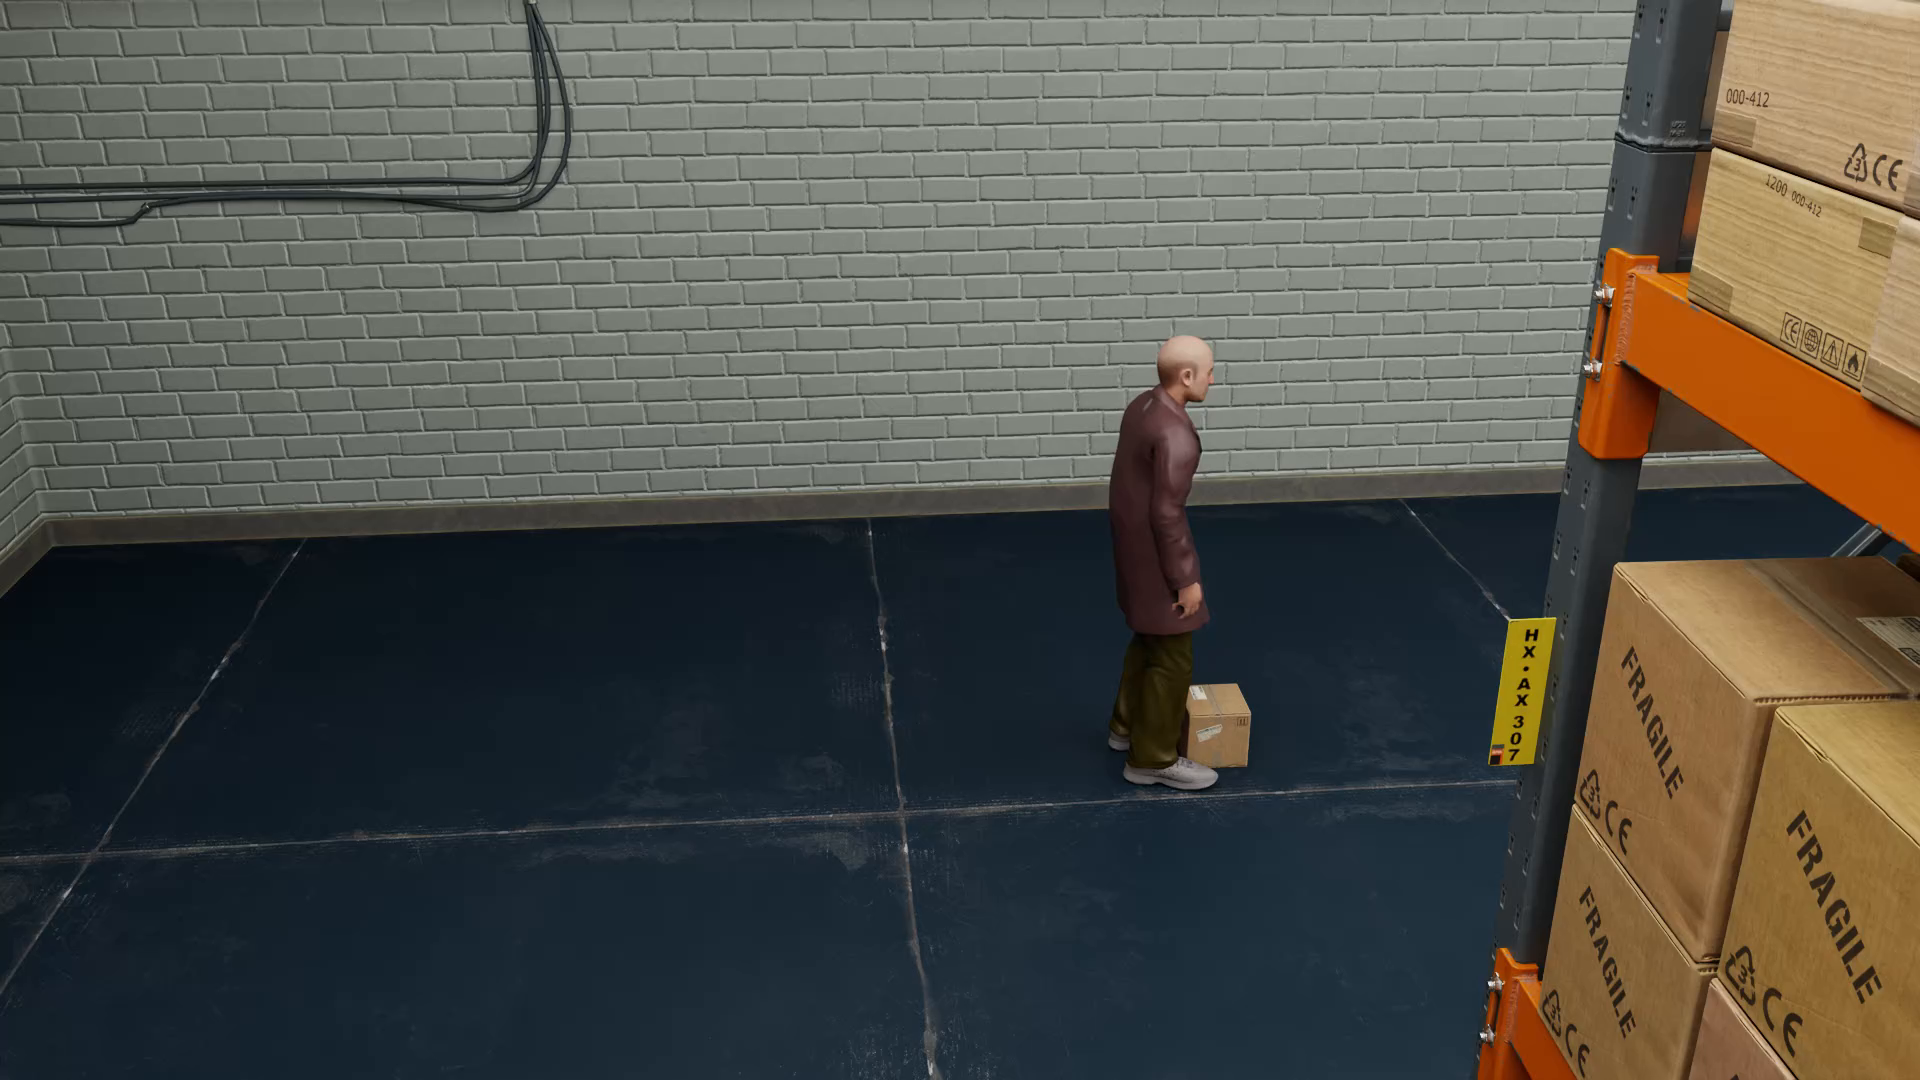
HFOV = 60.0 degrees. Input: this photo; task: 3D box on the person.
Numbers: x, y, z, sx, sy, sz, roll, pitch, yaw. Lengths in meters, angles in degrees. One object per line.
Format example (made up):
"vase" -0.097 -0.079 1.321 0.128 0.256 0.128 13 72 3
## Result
"person" 0.788 0.073 6.449 0.424 1.774 0.643 -2 23 -5
